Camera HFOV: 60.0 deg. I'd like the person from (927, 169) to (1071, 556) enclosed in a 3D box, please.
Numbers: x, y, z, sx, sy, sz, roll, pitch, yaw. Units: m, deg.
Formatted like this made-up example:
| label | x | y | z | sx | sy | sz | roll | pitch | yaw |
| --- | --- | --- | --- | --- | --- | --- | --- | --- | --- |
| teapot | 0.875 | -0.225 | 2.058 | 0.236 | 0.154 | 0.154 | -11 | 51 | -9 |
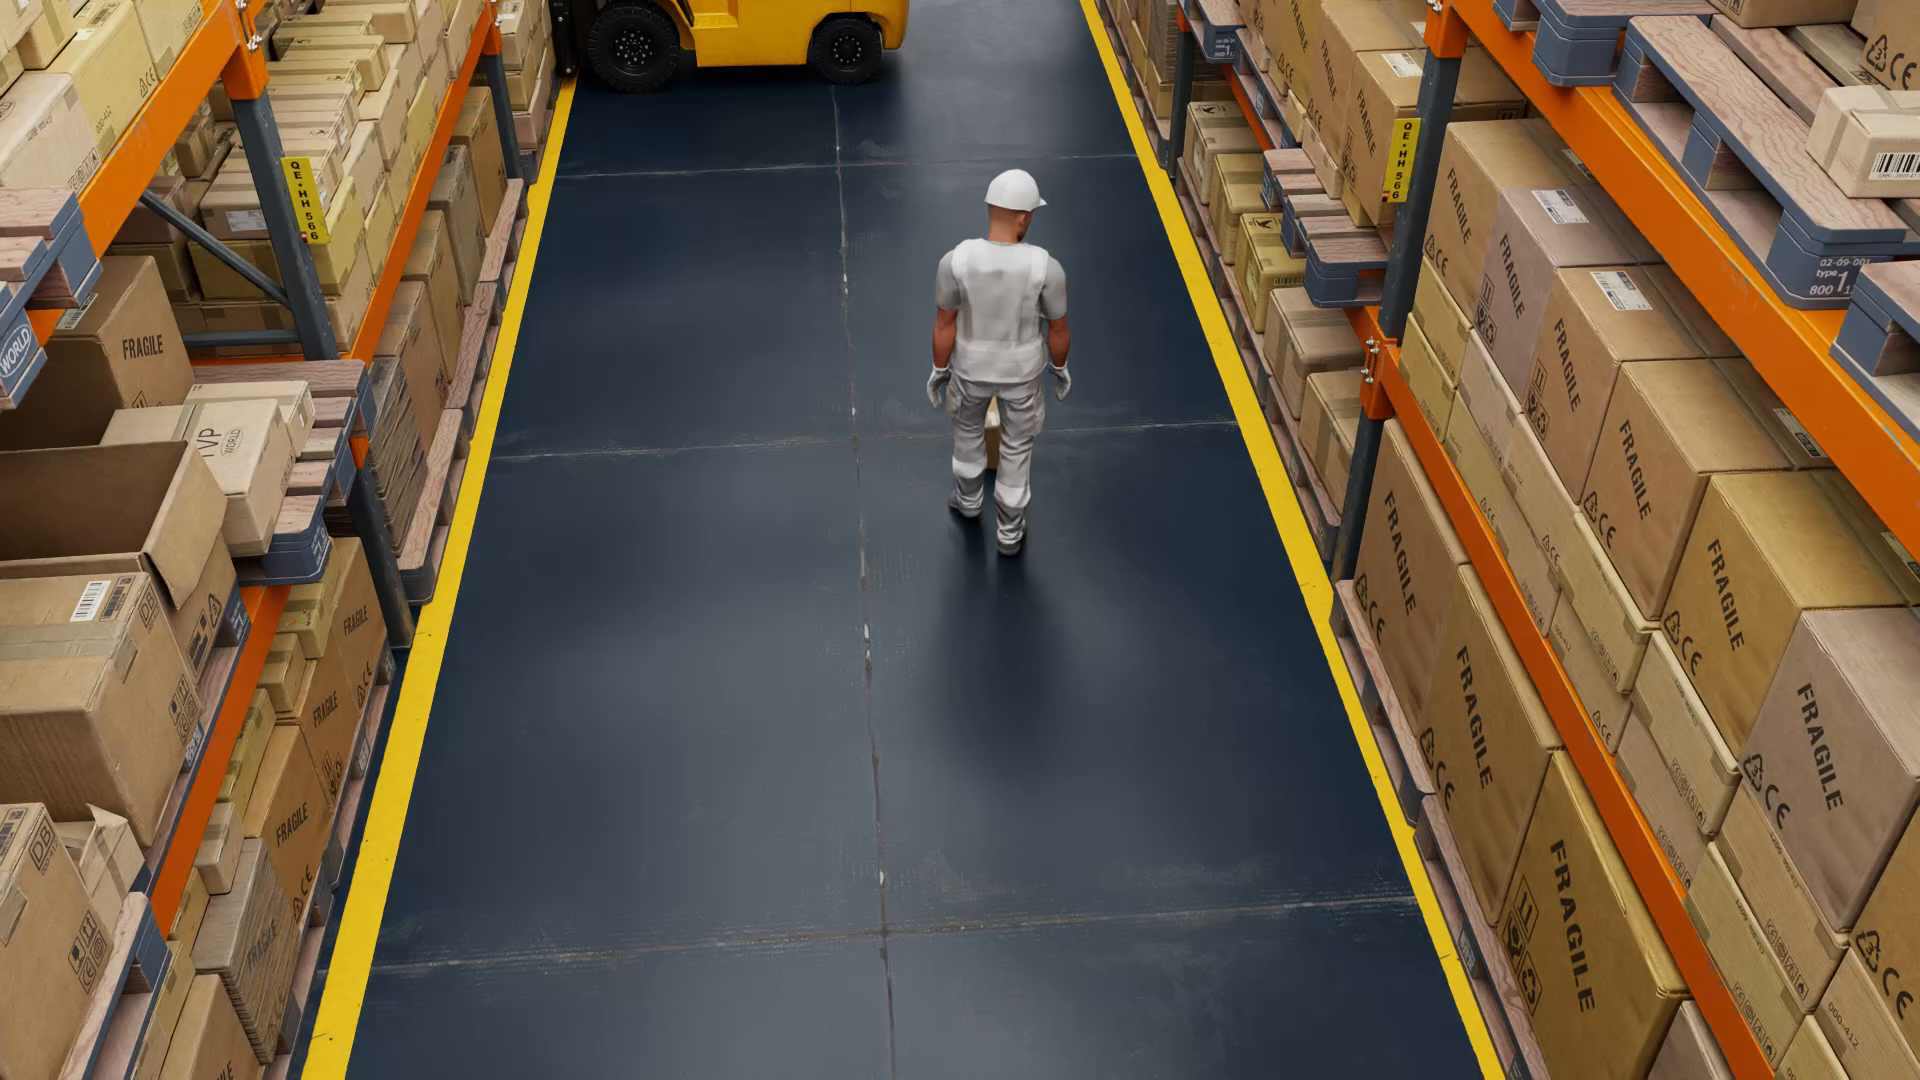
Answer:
| label | x | y | z | sx | sy | sz | roll | pitch | yaw |
| --- | --- | --- | --- | --- | --- | --- | --- | --- | --- |
| person | 0.179 | -0.752 | 7.074 | 0.597 | 1.822 | 0.506 | 4 | 39 | 5 |
